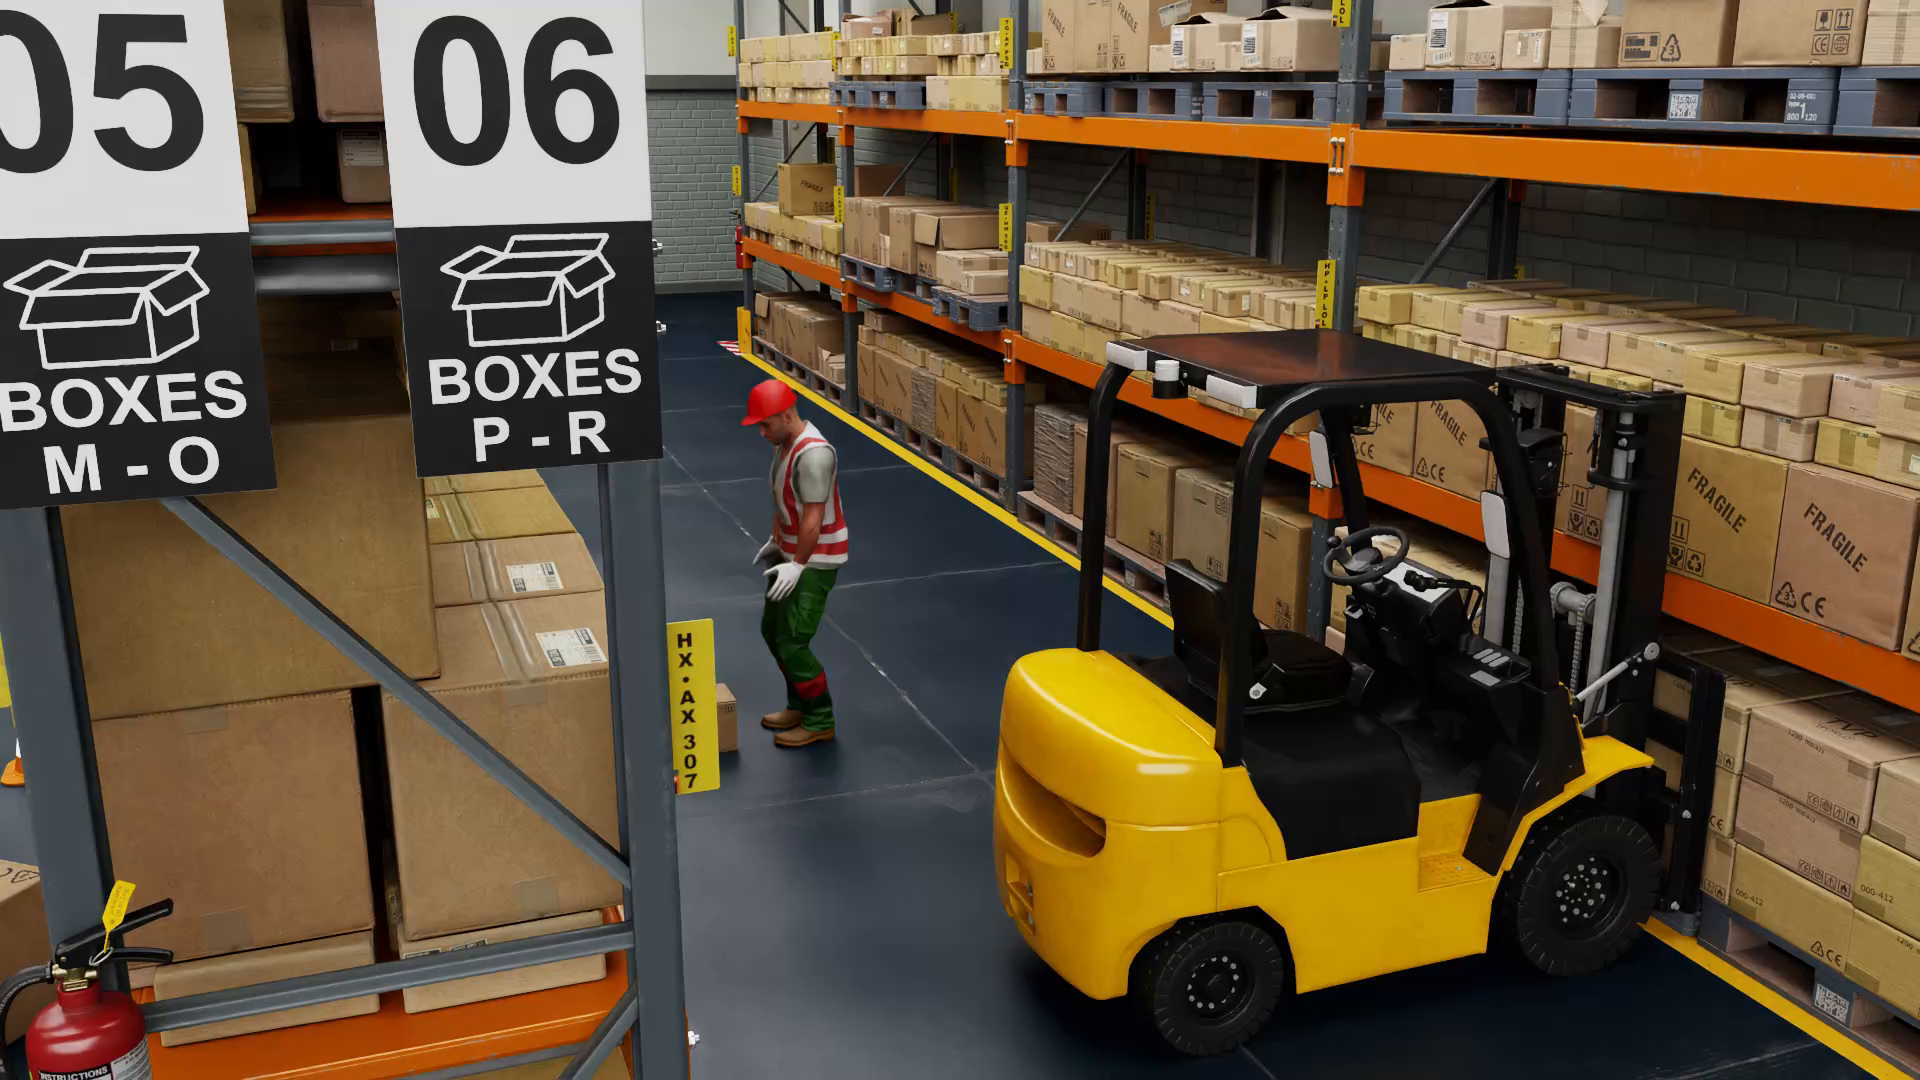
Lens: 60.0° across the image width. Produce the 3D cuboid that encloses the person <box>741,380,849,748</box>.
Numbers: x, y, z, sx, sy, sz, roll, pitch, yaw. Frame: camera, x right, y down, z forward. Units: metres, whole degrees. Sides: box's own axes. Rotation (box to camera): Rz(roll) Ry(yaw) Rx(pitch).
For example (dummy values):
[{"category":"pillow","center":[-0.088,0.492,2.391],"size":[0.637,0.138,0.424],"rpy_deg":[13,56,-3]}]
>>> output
[{"category":"person","center":[-0.761,0.103,7.734],"size":[0.477,1.725,0.547],"rpy_deg":[-5,16,-19]}]
